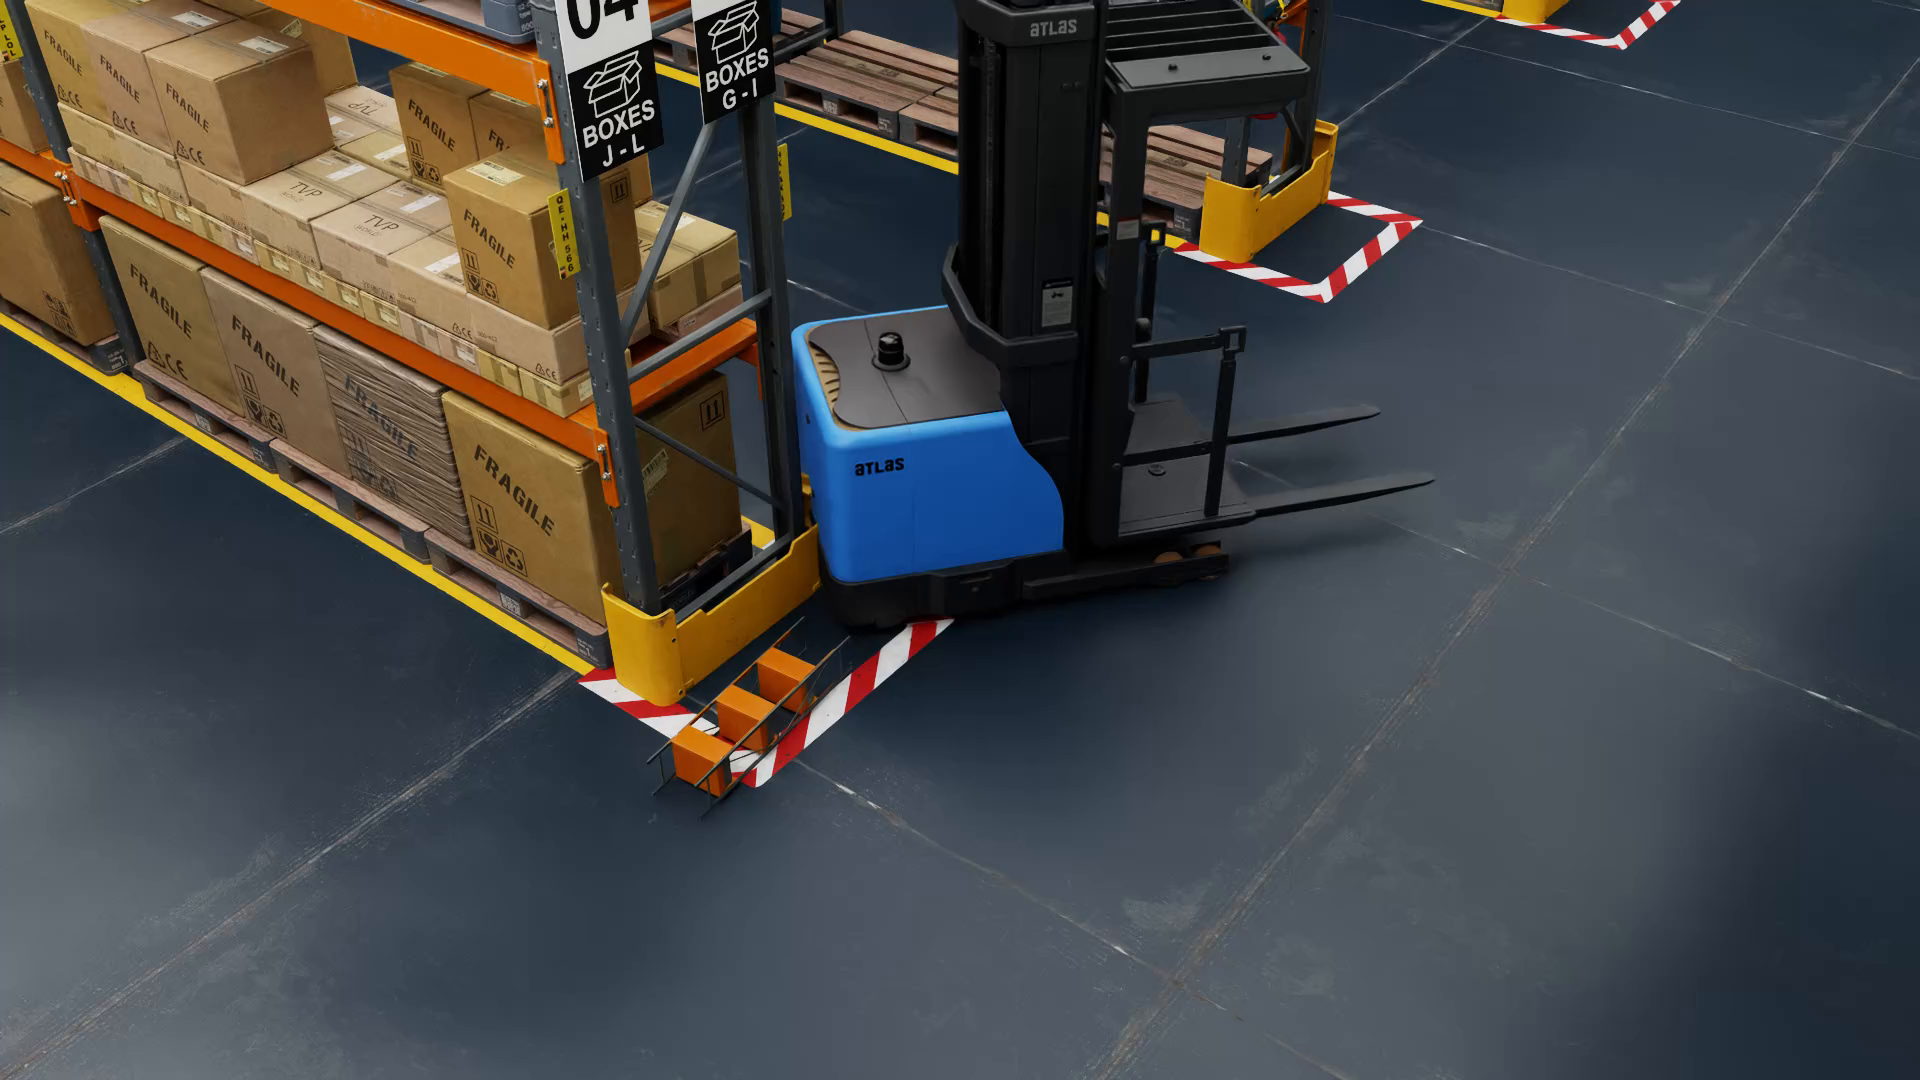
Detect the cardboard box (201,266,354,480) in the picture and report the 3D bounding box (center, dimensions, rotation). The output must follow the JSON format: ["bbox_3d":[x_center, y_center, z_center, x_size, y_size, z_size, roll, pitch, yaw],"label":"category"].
[{"bbox_3d":[-3.057,-1.006,8.346,0.875,0.875,0.875,25,45,29],"label":"cardboard box"}]

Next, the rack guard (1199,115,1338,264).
[{"bbox_3d":[1.966,-2.241,10.568,0.348,0.500,1.175,25,45,29],"label":"rack guard"}]

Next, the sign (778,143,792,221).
[{"bbox_3d":[-0.728,-1.444,6.756,0.005,0.325,0.100,25,45,29],"label":"sign"}]

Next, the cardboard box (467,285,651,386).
[{"bbox_3d":[-1.616,-0.912,6.723,0.500,0.250,0.500,25,44,28],"label":"cardboard box"}]

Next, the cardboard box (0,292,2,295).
[{"bbox_3d":[-5.478,-2.194,9.862,0.875,0.875,1.225,24,44,27],"label":"cardboard box"}]

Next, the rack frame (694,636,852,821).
[{"bbox_3d":[-0.759,0.769,6.930,0.008,0.200,1.050,21,43,25],"label":"rack frame"}]

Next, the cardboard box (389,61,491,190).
[{"bbox_3d":[-2.100,-1.846,7.308,0.500,0.500,0.500,24,44,27],"label":"cardboard box"}]

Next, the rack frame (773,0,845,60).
[{"bbox_3d":[-1.238,-4.726,11.714,0.127,3.000,1.000,25,45,29],"label":"rack frame"}]

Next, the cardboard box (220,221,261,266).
[{"bbox_3d":[-3.185,-1.443,7.725,0.250,0.149,0.380,26,45,29],"label":"cardboard box"}]

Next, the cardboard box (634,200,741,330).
[{"bbox_3d":[-1.288,-1.173,7.056,0.500,0.250,0.500,24,44,27],"label":"cardboard box"}]

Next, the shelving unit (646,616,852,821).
[{"bbox_3d":[-0.863,0.728,6.981,0.252,0.215,1.050,21,43,25],"label":"shelving unit"}]

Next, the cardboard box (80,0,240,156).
[{"bbox_3d":[-3.636,-2.161,7.710,0.500,0.500,0.500,25,45,29],"label":"cardboard box"}]

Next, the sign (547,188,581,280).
[{"bbox_3d":[-1.411,-1.092,5.940,0.005,0.325,0.100,25,45,29],"label":"sign"}]

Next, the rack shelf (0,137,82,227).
[{"bbox_3d":[-5.836,-2.767,9.795,4.000,0.370,1.077,25,45,29],"label":"rack shelf"}]

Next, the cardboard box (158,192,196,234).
[{"bbox_3d":[-3.586,-1.634,7.968,0.250,0.149,0.380,24,44,27],"label":"cardboard box"}]

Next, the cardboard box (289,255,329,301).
[{"bbox_3d":[-2.767,-1.249,7.476,0.250,0.149,0.380,26,45,29],"label":"cardboard box"}]

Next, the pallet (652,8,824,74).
[{"bbox_3d":[-1.826,-3.938,12.969,1.213,0.211,1.003,25,45,29],"label":"pallet"}]

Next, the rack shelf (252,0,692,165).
[{"bbox_3d":[-2.659,-2.450,6.957,4.000,0.370,1.077,25,45,29],"label":"rack shelf"}]

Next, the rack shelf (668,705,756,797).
[{"bbox_3d":[-1.008,0.871,6.799,0.240,0.215,0.259,21,43,25],"label":"rack shelf"}]

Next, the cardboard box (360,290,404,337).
[{"bbox_3d":[-2.365,-1.058,7.232,0.250,0.149,0.380,24,44,28],"label":"cardboard box"}]

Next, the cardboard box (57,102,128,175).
[{"bbox_3d":[-4.033,-2.055,8.182,0.500,0.250,0.500,24,44,28],"label":"cardboard box"}]

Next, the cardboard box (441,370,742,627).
[{"bbox_3d":[-1.627,-0.332,7.485,0.875,0.875,0.875,25,45,29],"label":"cardboard box"}]

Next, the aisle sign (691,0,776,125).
[{"bbox_3d":[-0.831,-1.946,6.055,0.004,0.787,0.394,25,45,29],"label":"aisle sign"}]

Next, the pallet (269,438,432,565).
[{"bbox_3d":[-2.718,-0.423,8.480,1.213,0.211,1.003,25,45,29],"label":"pallet"}]

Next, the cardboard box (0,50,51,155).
[{"bbox_3d":[-4.785,-2.382,8.639,0.500,0.500,0.500,25,45,29],"label":"cardboard box"}]

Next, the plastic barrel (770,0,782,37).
[{"bbox_3d":[-1.660,-4.277,12.502,0.708,0.901,0.600,25,45,29],"label":"plastic barrel"}]

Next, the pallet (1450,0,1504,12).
[{"bbox_3d":[4.257,-4.881,14.174,1.213,0.211,1.003,25,45,29],"label":"pallet"}]

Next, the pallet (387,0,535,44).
[{"bbox_3d":[-1.666,-2.222,6.154,1.213,0.211,1.003,25,45,29],"label":"pallet"}]

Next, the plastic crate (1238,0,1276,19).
[{"bbox_3d":[1.559,-3.300,9.815,0.499,0.435,0.616,25,45,29],"label":"plastic crate"}]

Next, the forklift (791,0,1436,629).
[{"bbox_3d":[0.778,-1.241,7.318,3.031,2.935,1.130,-9,39,-11],"label":"forklift"}]

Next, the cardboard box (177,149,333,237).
[{"bbox_3d":[-3.227,-1.675,7.697,0.500,0.250,0.500,26,45,30],"label":"cardboard box"}]

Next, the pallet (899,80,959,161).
[{"bbox_3d":[0.342,-2.915,11.663,1.213,0.211,1.003,25,45,29],"label":"pallet"}]

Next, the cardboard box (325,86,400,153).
[{"bbox_3d":[-2.919,-1.938,8.034,0.500,0.250,0.500,26,45,29],"label":"cardboard box"}]

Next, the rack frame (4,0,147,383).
[{"bbox_3d":[-4.248,-2.301,8.616,0.127,3.000,1.000,25,45,29],"label":"rack frame"}]

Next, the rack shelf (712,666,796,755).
[{"bbox_3d":[-0.857,0.723,6.988,0.240,0.215,0.259,21,43,25],"label":"rack shelf"}]

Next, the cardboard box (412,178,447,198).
[{"bbox_3d":[-2.101,-1.554,7.543,0.500,0.250,0.500,24,44,27],"label":"cardboard box"}]

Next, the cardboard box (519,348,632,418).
[{"bbox_3d":[-1.553,-0.676,6.745,0.250,0.149,0.380,26,45,29],"label":"cardboard box"}]

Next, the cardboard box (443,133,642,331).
[{"bbox_3d":[-1.617,-1.210,6.495,0.500,0.500,0.500,26,45,29],"label":"cardboard box"}]

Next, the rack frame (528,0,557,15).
[{"bbox_3d":[-1.070,-3.165,4.854,0.127,3.000,1.000,25,45,29],"label":"rack frame"}]

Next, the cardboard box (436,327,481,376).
[{"bbox_3d":[-1.960,-0.868,6.989,0.250,0.149,0.380,25,45,29],"label":"cardboard box"}]

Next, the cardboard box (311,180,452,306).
[{"bbox_3d":[-2.423,-1.293,7.210,0.500,0.250,0.500,24,44,27],"label":"cardboard box"}]

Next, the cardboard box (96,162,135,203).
[{"bbox_3d":[-4.006,-1.830,8.219,0.250,0.149,0.380,24,44,27],"label":"cardboard box"}]
